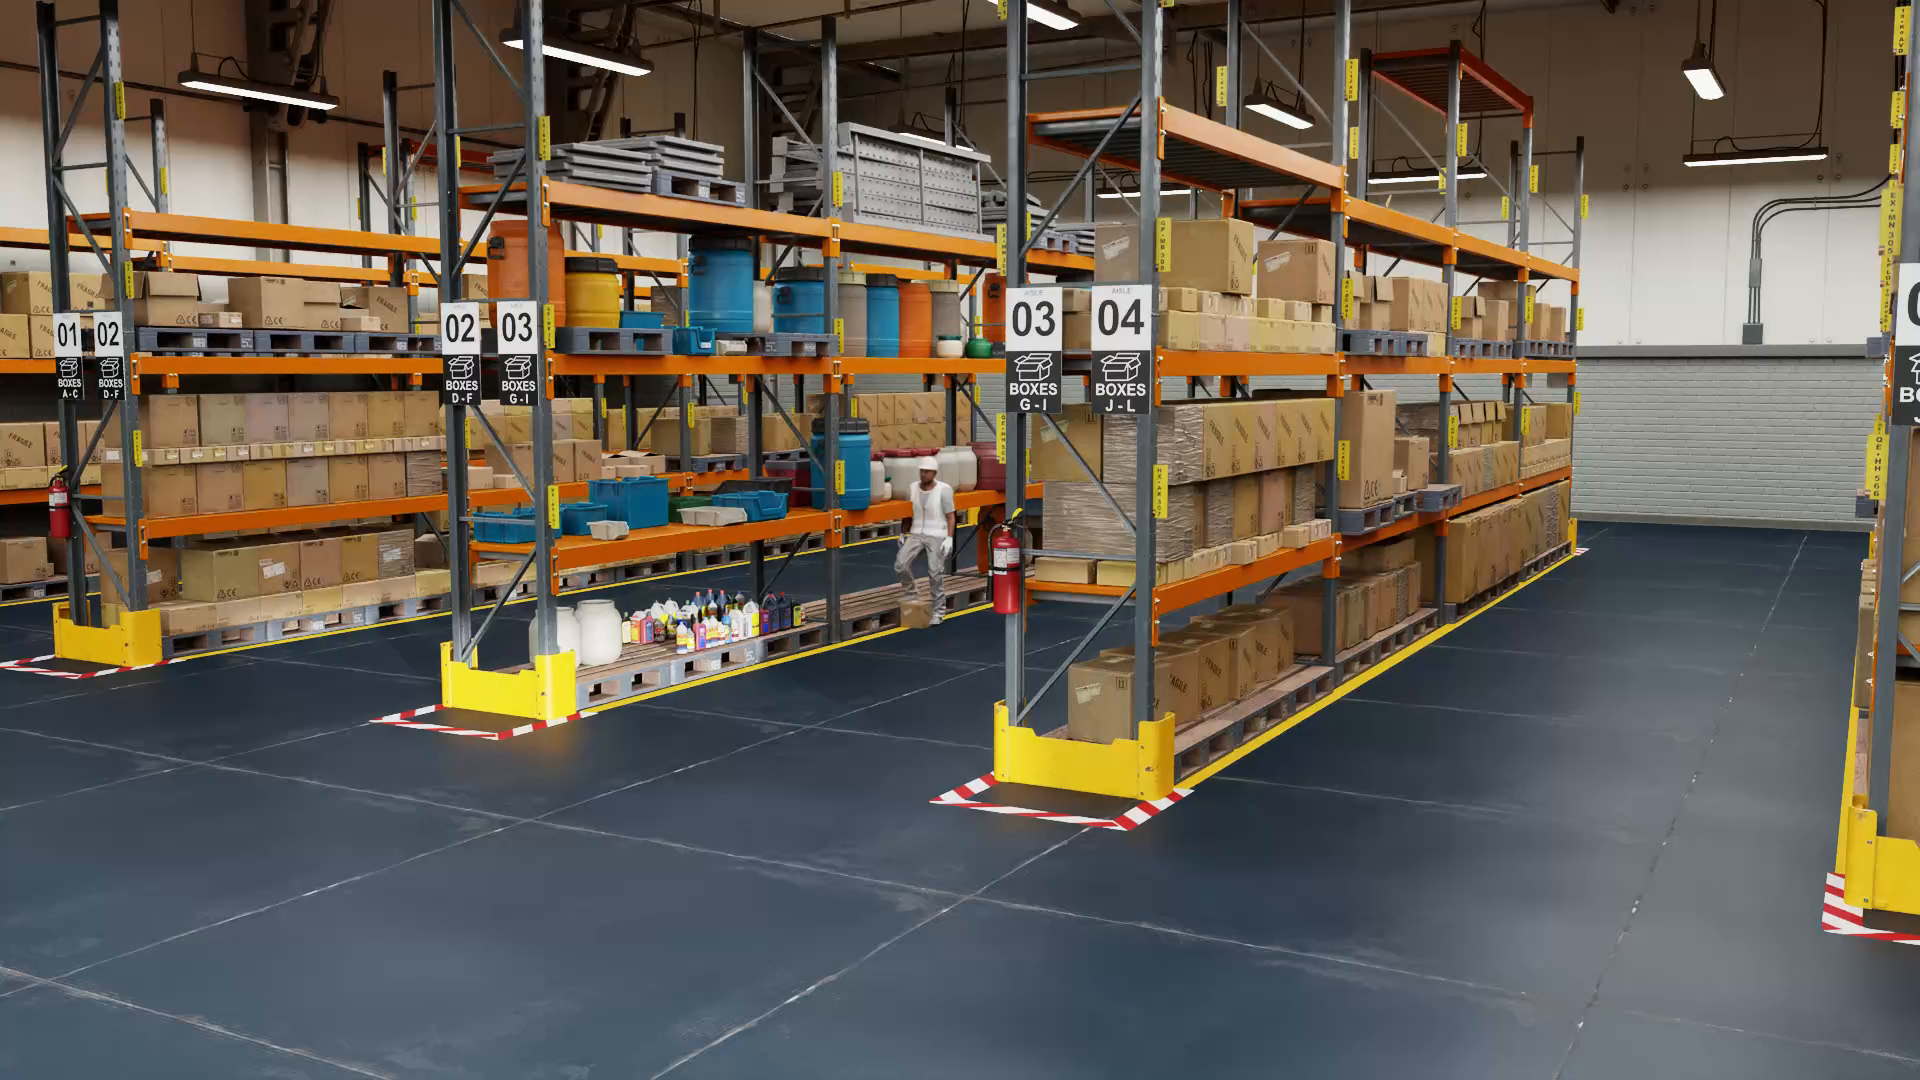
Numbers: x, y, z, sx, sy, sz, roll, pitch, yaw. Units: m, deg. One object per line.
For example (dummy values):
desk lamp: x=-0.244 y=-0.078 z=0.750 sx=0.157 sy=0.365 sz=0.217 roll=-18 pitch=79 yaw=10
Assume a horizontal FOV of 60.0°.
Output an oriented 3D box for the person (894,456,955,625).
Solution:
person: x=-0.367 y=0.004 z=17.532 sx=0.622 sy=1.780 sz=0.519 roll=3 pitch=6 yaw=25
